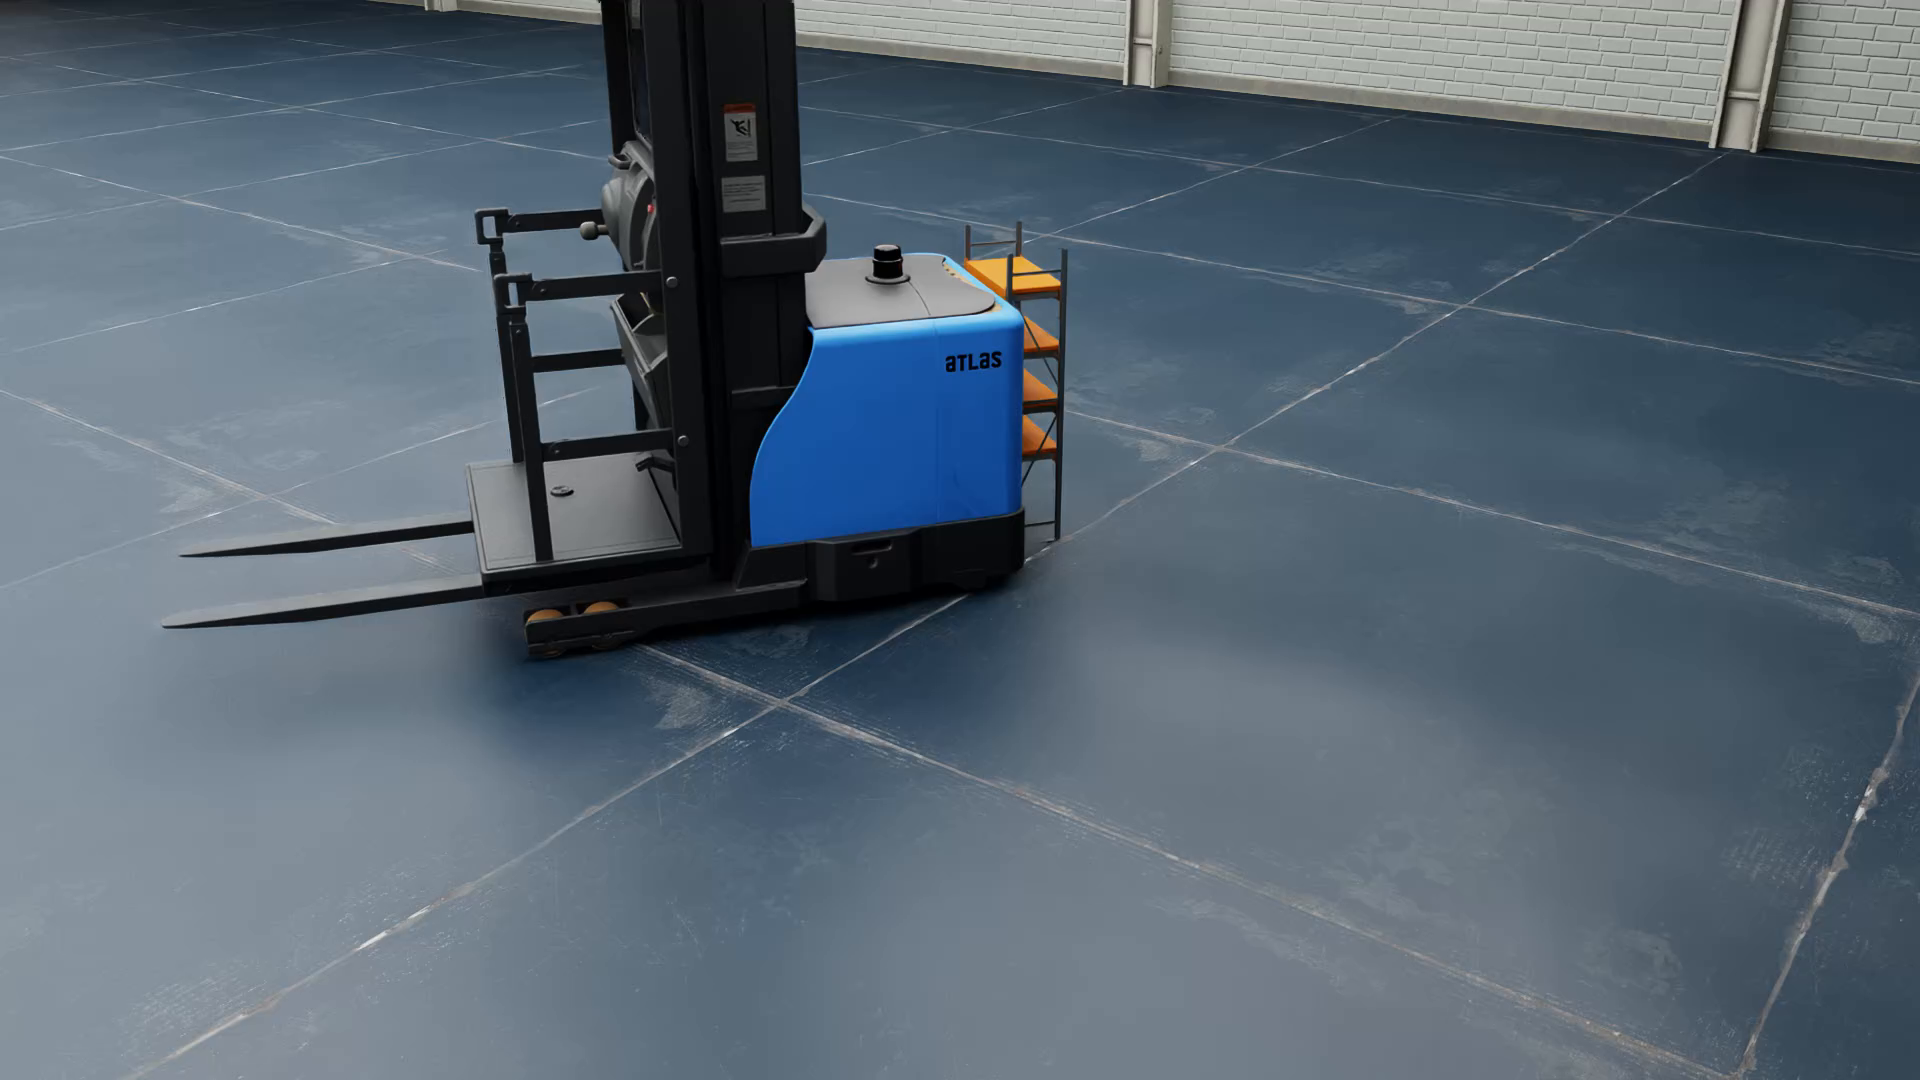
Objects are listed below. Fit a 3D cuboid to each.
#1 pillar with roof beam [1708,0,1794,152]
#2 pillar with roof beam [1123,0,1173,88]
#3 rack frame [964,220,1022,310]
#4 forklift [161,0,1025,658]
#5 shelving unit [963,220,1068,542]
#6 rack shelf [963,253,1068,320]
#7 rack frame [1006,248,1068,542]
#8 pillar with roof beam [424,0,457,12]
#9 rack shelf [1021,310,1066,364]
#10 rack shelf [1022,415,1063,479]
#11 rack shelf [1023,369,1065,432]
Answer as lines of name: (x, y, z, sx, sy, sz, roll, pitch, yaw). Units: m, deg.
pillar with roof beam: (4.214, -6.165, 9.581, 0.400, 9.000, 9.100, 17, 29, 33)
pillar with roof beam: (-0.587, -7.616, 12.874, 0.400, 9.000, 9.100, 17, 29, 33)
rack frame: (0.133, -0.720, 6.897, 0.240, 1.200, 0.015, -8, 25, -17)
forklift: (-1.329, -1.168, 5.766, 3.031, 2.935, 1.130, -8, 25, -17)
shelving unit: (0.212, -0.627, 6.685, 0.258, 1.200, 0.503, -8, 25, -17)
rack shelf: (0.212, -0.987, 6.527, 0.258, 0.148, 0.480, -8, 25, -17)
rack frame: (0.290, -0.534, 6.474, 0.240, 1.200, 0.015, -8, 25, -17)
pillar with roof beam: (-10.189, -10.517, 19.460, 0.400, 9.000, 9.100, 17, 29, 33)
rack shelf: (0.212, -0.770, 6.622, 0.258, 0.148, 0.480, -8, 25, -17)
rack shelf: (0.212, -0.384, 6.792, 0.258, 0.148, 0.480, -8, 25, -17)
rack shelf: (0.212, -0.566, 6.712, 0.258, 0.148, 0.480, -8, 25, -17)
